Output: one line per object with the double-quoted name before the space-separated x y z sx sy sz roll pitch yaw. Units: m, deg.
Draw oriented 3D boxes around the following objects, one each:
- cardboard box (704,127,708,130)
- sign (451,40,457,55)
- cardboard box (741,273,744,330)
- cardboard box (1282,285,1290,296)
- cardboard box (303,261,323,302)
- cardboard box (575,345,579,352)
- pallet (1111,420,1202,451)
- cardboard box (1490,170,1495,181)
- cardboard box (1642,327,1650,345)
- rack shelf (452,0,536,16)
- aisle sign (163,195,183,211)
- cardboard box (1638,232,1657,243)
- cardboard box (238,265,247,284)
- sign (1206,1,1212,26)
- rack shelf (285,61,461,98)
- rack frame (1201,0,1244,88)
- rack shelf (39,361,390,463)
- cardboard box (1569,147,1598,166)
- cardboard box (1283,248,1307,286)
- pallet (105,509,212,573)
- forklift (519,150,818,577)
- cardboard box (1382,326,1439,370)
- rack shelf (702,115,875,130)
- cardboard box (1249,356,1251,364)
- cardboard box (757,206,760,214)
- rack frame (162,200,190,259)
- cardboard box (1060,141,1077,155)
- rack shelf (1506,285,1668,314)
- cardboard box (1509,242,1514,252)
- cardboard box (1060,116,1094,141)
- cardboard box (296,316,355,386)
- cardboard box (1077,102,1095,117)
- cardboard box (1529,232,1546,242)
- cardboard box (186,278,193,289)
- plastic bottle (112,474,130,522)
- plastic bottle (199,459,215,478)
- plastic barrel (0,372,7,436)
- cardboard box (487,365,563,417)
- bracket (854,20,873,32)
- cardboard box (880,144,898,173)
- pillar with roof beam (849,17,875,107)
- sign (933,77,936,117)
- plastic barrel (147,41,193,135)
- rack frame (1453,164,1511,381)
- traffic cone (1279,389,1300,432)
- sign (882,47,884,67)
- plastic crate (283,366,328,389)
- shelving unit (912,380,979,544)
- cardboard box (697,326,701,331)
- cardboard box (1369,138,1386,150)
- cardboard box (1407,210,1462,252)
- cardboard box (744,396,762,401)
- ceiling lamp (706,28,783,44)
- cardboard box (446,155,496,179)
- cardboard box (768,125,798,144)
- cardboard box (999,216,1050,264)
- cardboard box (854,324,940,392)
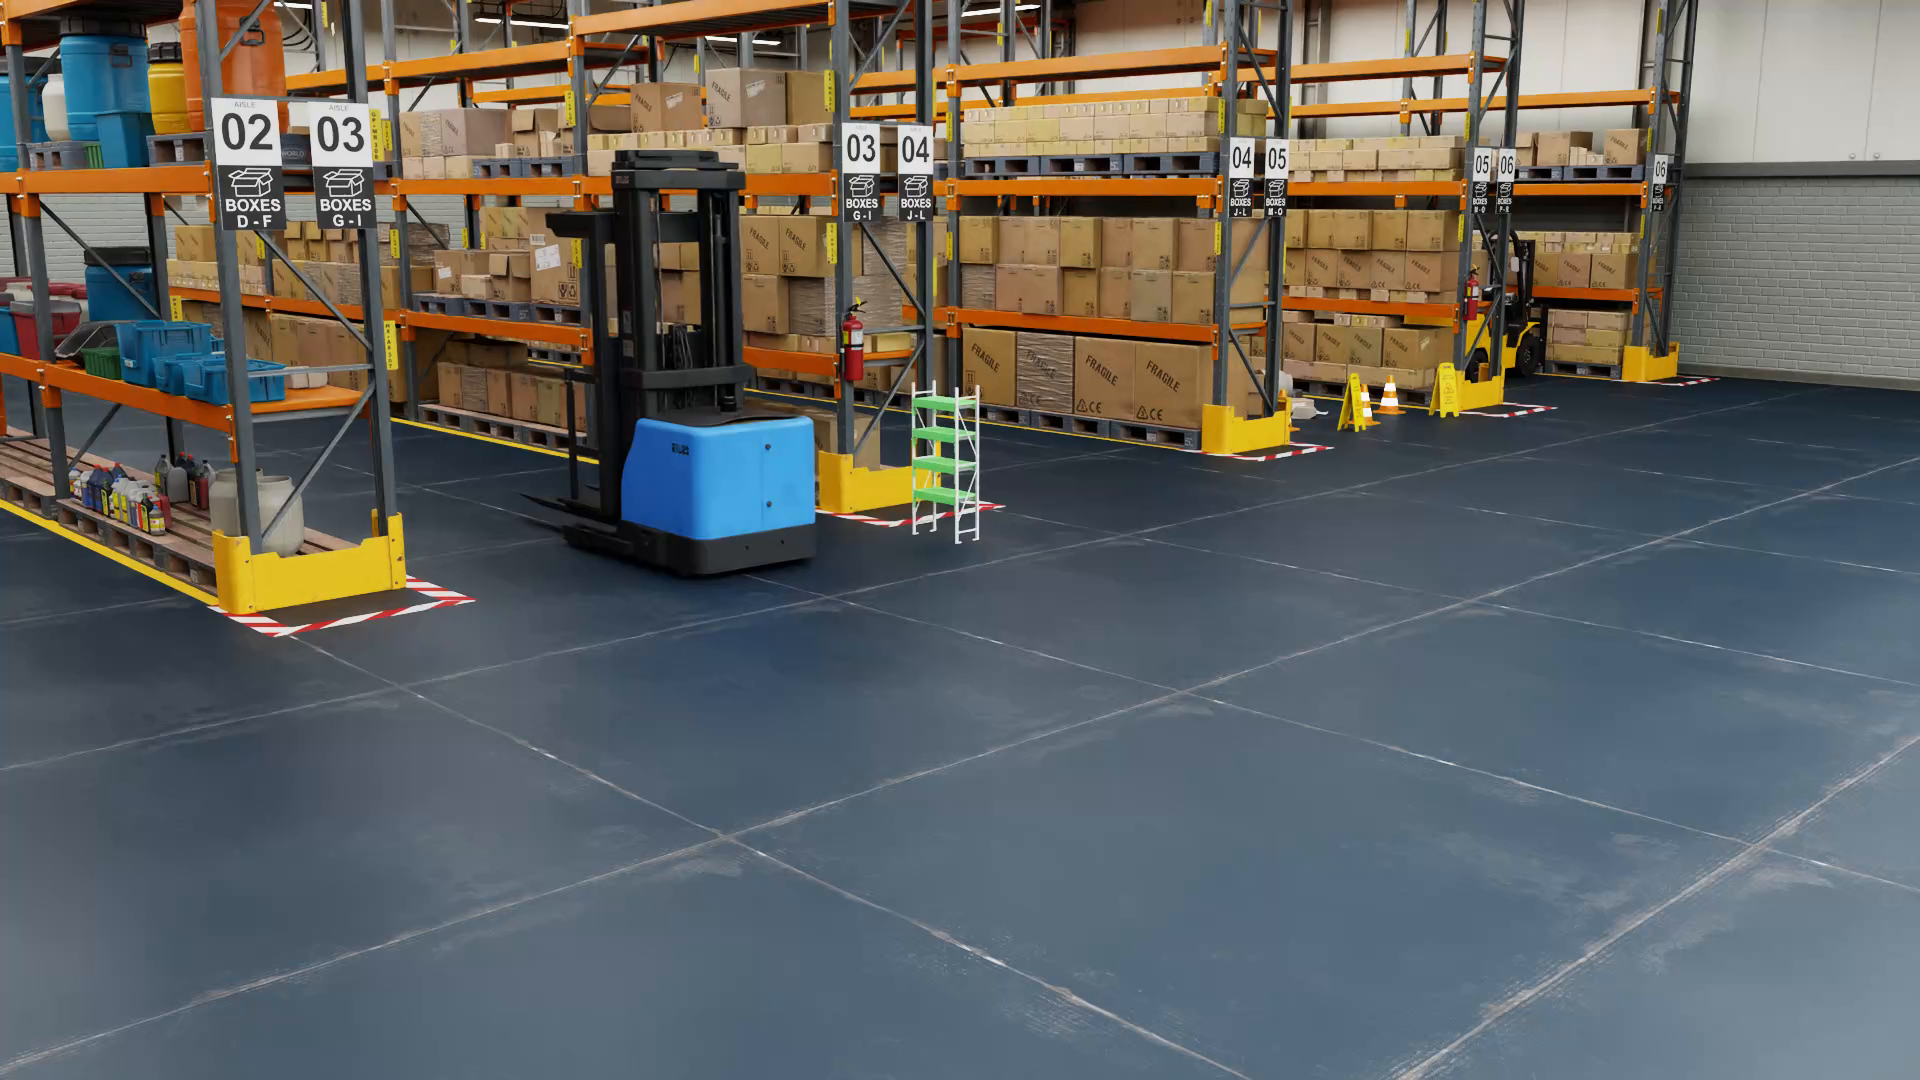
"cardboard box" -3.332 -5.612 23.141 0.396 0.266 0.258 -11 16 -43
"sign" -8.417 -8.150 27.660 0.100 0.325 0.005 -11 16 -43
"cardboard box" -1.738 -2.194 15.141 0.875 0.500 0.500 -11 16 -43
"cardboard box" 4.529 -3.391 22.561 0.380 0.149 0.250 -11 16 -43
"cardboard box" -8.089 -3.332 21.402 0.500 0.500 0.500 11 16 44
"cardboard box" -5.898 -3.076 26.434 0.380 0.149 0.250 -10 16 -41
"pallet" 2.417 -1.196 18.195 1.003 0.211 1.213 -11 16 -43
"cardboard box" 6.541 -4.601 20.997 0.380 0.149 0.250 -11 16 -42
"cardboard box" 9.949 -3.054 24.838 0.500 0.250 0.500 -11 16 -42
"rack shelf" -6.643 -8.713 26.449 1.077 0.370 4.000 -11 16 -43
"aisle sign" -11.948 -5.357 25.037 0.394 0.787 0.004 -11 16 -43
"cardboard box" 10.046 -4.444 24.457 0.380 0.149 0.250 -11 16 -44
"cardboard box" -9.773 -3.706 23.103 0.500 0.250 0.500 -10 15 -41
"sign" 3.376 -7.140 22.558 0.100 0.325 0.005 -11 16 -43
"rack shelf" -7.538 -5.629 20.708 1.077 0.370 4.000 -11 16 -43
"rack frame" 4.598 -7.959 29.241 1.000 3.000 0.127 -11 16 -43
"rack shelf" -5.595 -1.029 12.256 1.077 0.370 4.000 -11 16 -43
"cardboard box" 9.156 -5.627 24.399 0.396 0.266 0.258 -11 16 -42
"cardboard box" 4.576 -3.691 22.409 0.500 0.500 0.500 -11 16 -43
"pallet" -5.696 -0.026 12.513 1.003 0.211 1.213 -11 16 -43
"forklift" -2.377 -1.419 12.533 1.130 2.935 3.031 -10 15 -40
"cardboard box" 5.794 -2.468 21.370 0.500 0.500 0.500 -11 16 -42
"rack shelf" -3.133 -7.594 30.245 1.077 0.370 4.000 -11 16 -43
"cardboard box" 3.985 -2.480 23.288 0.500 0.250 0.500 11 16 43
"cardboard box" -3.584 -6.071 30.610 0.380 0.149 0.250 -11 16 -42
"rack frame" -11.681 -4.115 25.451 1.000 3.000 0.127 -11 16 -43
"cardboard box" 1.319 -4.318 18.339 0.380 0.149 0.250 -11 16 -42
"rack shelf" 8.742 -3.793 25.669 1.077 0.370 4.000 -11 16 -43
"cardboard box" 8.444 -4.492 25.425 0.380 0.149 0.250 -11 16 -44
"cardboard box" 1.446 -4.505 18.256 0.500 0.250 0.500 -11 16 -42
"cardboard box" -7.845 -2.475 21.717 0.875 0.875 1.225 11 16 43
"cardboard box" 1.494 -4.672 18.079 0.380 0.149 0.250 -11 16 -42
"cardboard box" 8.769 -4.561 25.022 0.380 0.149 0.250 -10 16 -41
"cardboard box" -11.138 -3.782 24.456 0.380 0.149 0.250 -11 16 -43
"plastic bottle" -6.295 -0.326 12.536 0.144 0.351 0.185 -11 16 -43
"plastic bottle" -5.968 -0.463 13.197 0.144 0.351 0.185 -11 16 -43
"plastic barrel" -10.089 -1.469 16.946 0.600 0.830 0.708 -11 16 -43
"cardboard box" -4.891 -1.683 18.750 0.700 0.500 0.500 -9 15 -38
"bracket" -2.107 -11.298 36.531 0.235 0.232 0.430 -11 16 -43
"cardboard box" -0.778 -3.282 14.346 0.500 0.250 0.500 -10 15 -41
"pillar with roof beam" -5.250 -9.046 34.516 9.100 9.000 0.548 -11 16 -43
"sign" -0.240 -3.753 14.093 0.100 0.325 0.005 -11 16 -43
"plastic barrel" -5.093 -3.005 11.124 0.600 0.588 0.600 0 12 0
"rack frame" 6.536 -3.161 20.820 1.000 3.000 0.127 -11 16 -43
"traffic cone" 3.686 -1.489 18.993 0.336 0.463 0.334 -11 16 -43
"sign" -1.367 -8.424 28.988 0.100 0.325 0.005 -11 16 -43
"plastic crate" -4.599 -1.136 11.645 0.298 0.136 0.250 -11 16 -43
"shelving unit" -0.114 -0.612 12.908 0.258 1.200 0.503 -11 16 -43
"cardboard box" -2.212 -1.920 15.420 0.380 0.149 0.250 -11 16 -43
"cardboard box" 5.447 -5.064 21.272 0.380 0.149 0.250 -11 16 -43
"cardboard box" 6.025 -3.889 20.893 0.500 0.500 0.700 11 16 44
"cardboard box" -2.260 -1.119 16.063 0.500 0.500 0.500 10 15 40
"ceiling lamp" -4.461 -12.052 34.643 2.000 3.185 0.800 -11 16 -43
"cardboard box" -5.300 -4.090 18.270 0.500 0.250 0.500 -10 16 -41
"cardboard box" -1.412 -3.447 14.158 0.250 0.149 0.380 11 16 43
"cardboard box" 0.957 -3.520 19.514 0.875 0.550 0.550 -11 16 -43
"cardboard box" -0.894 -2.363 21.483 1.050 0.750 0.750 -11 16 -43
